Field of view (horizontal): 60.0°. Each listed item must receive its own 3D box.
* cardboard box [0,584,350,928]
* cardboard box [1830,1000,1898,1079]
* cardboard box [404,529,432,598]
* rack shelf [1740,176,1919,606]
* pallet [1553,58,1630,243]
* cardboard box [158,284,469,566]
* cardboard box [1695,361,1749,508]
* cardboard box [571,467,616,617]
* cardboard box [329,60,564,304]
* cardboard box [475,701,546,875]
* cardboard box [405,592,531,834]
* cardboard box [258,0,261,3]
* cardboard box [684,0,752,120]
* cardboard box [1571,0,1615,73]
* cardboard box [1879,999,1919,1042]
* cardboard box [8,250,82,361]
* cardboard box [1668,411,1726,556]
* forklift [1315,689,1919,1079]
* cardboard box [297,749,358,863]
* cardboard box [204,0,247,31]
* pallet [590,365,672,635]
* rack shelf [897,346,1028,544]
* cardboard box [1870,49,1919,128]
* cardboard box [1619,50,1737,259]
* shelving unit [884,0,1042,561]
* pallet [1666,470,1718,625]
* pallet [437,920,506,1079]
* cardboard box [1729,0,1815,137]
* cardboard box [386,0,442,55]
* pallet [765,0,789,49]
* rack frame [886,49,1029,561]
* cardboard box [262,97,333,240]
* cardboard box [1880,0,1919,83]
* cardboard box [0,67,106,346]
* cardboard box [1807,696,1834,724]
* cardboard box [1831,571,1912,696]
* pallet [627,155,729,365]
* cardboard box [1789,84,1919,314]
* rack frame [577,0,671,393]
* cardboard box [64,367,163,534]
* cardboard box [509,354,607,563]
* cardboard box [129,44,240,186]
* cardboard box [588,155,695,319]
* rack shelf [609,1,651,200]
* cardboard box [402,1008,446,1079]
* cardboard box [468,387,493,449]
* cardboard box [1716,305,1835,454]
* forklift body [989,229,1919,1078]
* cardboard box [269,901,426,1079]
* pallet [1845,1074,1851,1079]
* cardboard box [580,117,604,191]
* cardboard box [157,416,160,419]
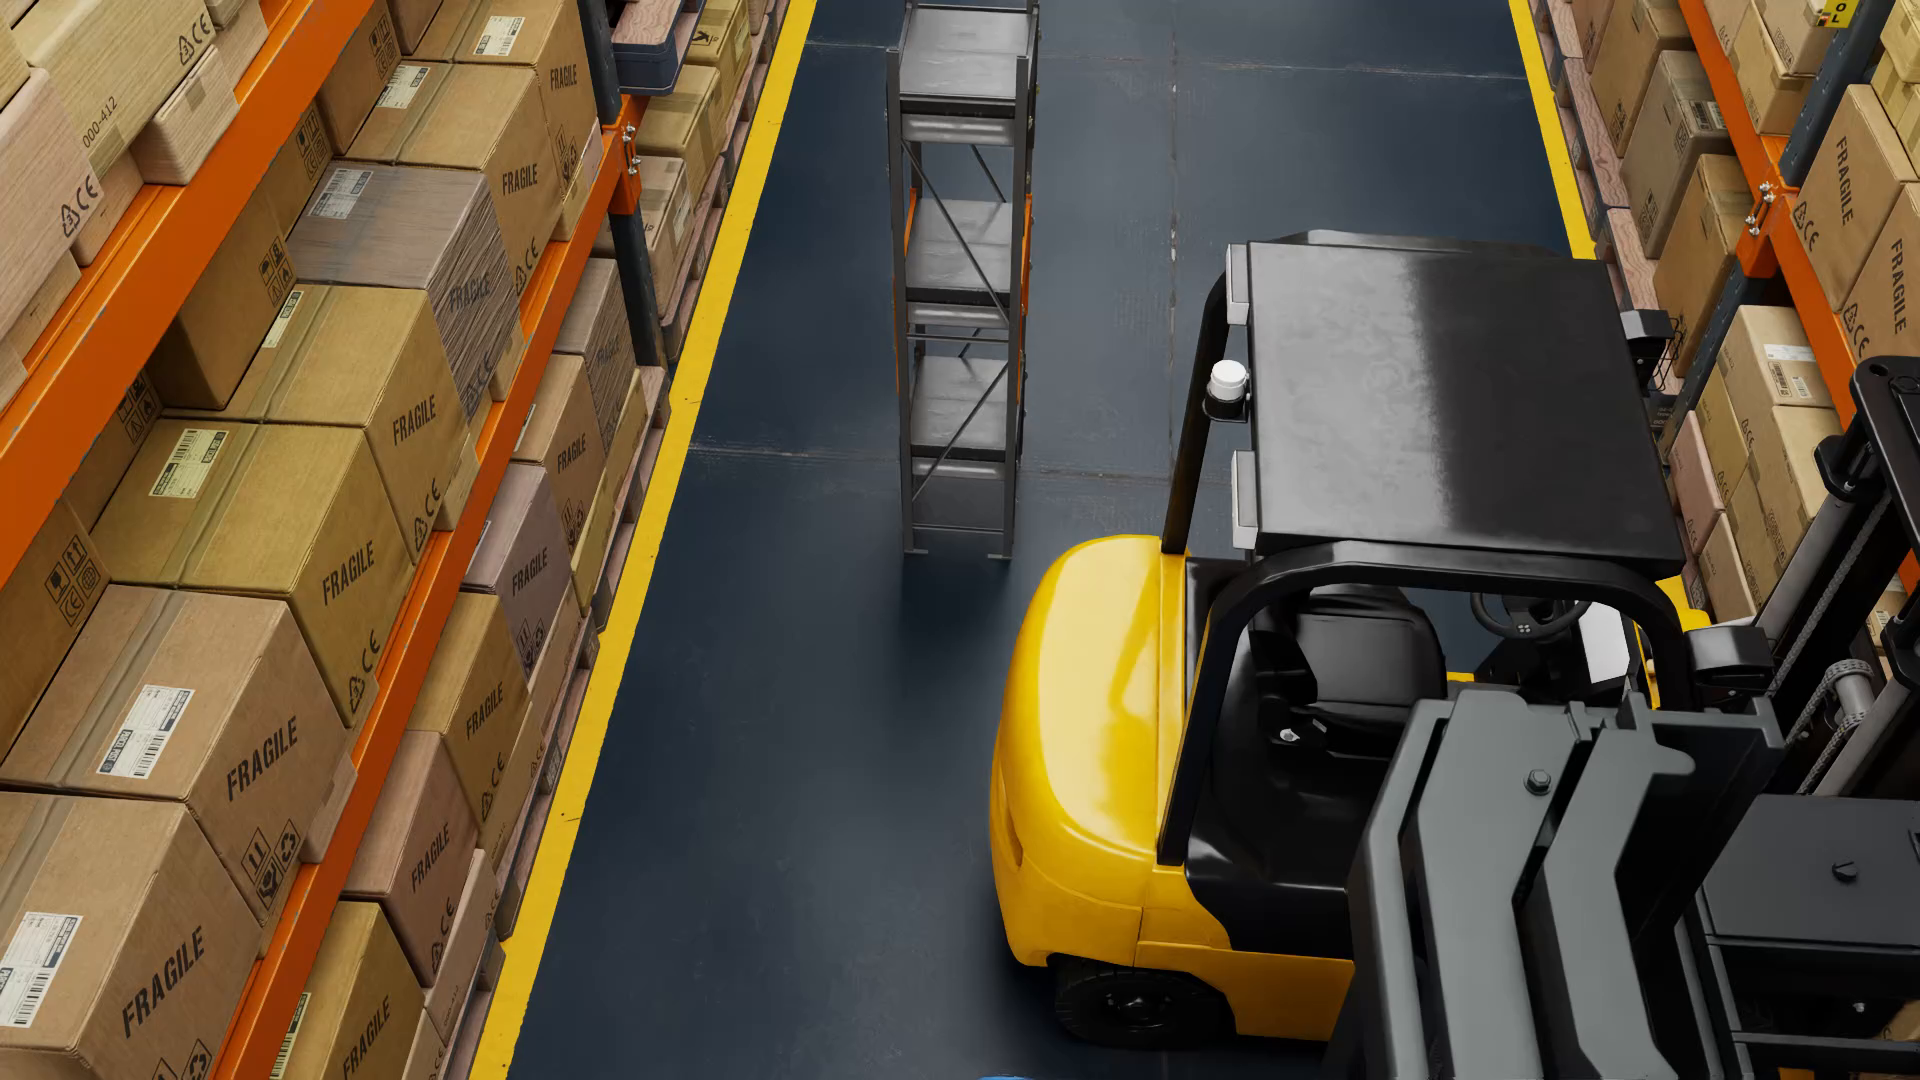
[{"bbox_3d":[-1.692,0.454,3.533,0.500,0.500,0.500,5,48,5],"label":"cardboard box"},{"bbox_3d":[2.725,1.317,4.591,0.500,0.250,0.500,4,48,4],"label":"cardboard box"},{"bbox_3d":[-1.628,0.006,4.382,0.380,0.149,0.250,3,48,2],"label":"cardboard box"},{"bbox_3d":[3.070,0.402,4.337,1.077,0.370,4.000,4,48,4],"label":"rack shelf"},{"bbox_3d":[3.389,-1.812,7.764,1.003,0.211,1.213,4,48,4],"label":"pallet"},{"bbox_3d":[-1.609,-0.295,4.218,0.500,0.500,0.500,3,48,3],"label":"cardboard box"},{"bbox_3d":[2.901,-0.358,5.784,0.500,0.250,0.500,4,48,3],"label":"cardboard box"},{"bbox_3d":[-1.516,-0.010,5.805,0.500,0.250,0.500,3,48,2],"label":"cardboard box"},{"bbox_3d":[-1.524,-1.053,4.911,0.500,0.500,0.500,5,48,5],"label":"cardboard box"},{"bbox_3d":[-1.615,0.734,5.125,0.500,0.250,0.500,7,48,6],"label":"cardboard box"},{"bbox_3d":[-1.608,0.487,4.842,0.500,0.500,0.500,5,48,4],"label":"cardboard box"},{"bbox_3d":[-1.652,-1.187,3.440,0.380,0.149,0.250,3,48,3],"label":"cardboard box"},{"bbox_3d":[-1.522,-2.321,7.836,0.950,0.372,0.625,5,48,5],"label":"cardboard box"},{"bbox_3d":[3.495,-2.651,7.967,0.875,0.625,0.625,5,48,5],"label":"cardboard box"},{"bbox_3d":[2.704,1.120,4.433,0.500,0.250,0.500,3,48,3],"label":"cardboard box"},{"bbox_3d":[-1.711,-0.426,2.744,0.380,0.149,0.250,4,48,3],"label":"cardboard box"},{"bbox_3d":[2.879,-0.191,5.970,0.500,0.250,0.500,4,48,4],"label":"cardboard box"},{"bbox_3d":[1.327,1.480,2.910,3.031,2.935,1.130,3,48,2],"label":"forklift"},{"bbox_3d":[-1.636,0.588,3.850,0.380,0.149,0.250,5,48,4],"label":"cardboard box"},{"bbox_3d":[-1.600,-1.241,3.220,0.500,0.250,0.500,5,48,4],"label":"cardboard box"},{"bbox_3d":[-1.717,-0.204,6.294,1.003,0.211,1.213,4,48,4],"label":"pallet"},{"bbox_3d":[0.015,-0.349,6.113,0.431,0.518,0.480,4,48,4],"label":"rack shelf"},{"bbox_3d":[2.962,-1.346,4.941,0.380,0.149,0.250,3,48,3],"label":"cardboard box"},{"bbox_3d":[3.367,-1.604,7.009,0.875,0.625,0.625,3,48,3],"label":"cardboard box"},{"bbox_3d":[0.015,-0.830,5.586,0.431,2.100,0.503,4,48,4],"label":"shelving unit"},{"bbox_3d":[3.138,0.213,5.912,1.003,0.211,1.213,4,48,4],"label":"pallet"},{"bbox_3d":[-1.939,1.589,4.654,1.003,0.211,1.213,4,48,4],"label":"pallet"},{"bbox_3d":[3.038,-1.647,5.825,0.500,0.250,0.500,5,48,4],"label":"cardboard box"},{"bbox_3d":[-1.947,-1.804,4.920,0.700,0.500,0.500,3,48,3],"label":"cardboard box"},{"bbox_3d":[-1.399,-3.065,8.910,1.003,0.211,1.213,4,48,4],"label":"pallet"},{"bbox_3d":[-0.007,-0.651,5.422,0.400,2.100,0.015,4,48,4],"label":"rack frame"},{"bbox_3d":[-2.088,-1.063,4.242,0.700,0.500,0.500,3,48,3],"label":"cardboard box"},{"bbox_3d":[2.928,-1.449,4.833,0.380,0.149,0.250,5,48,4],"label":"cardboard box"},{"bbox_3d":[-1.689,-0.485,2.528,0.500,0.250,0.500,3,48,3],"label":"cardboard box"},{"bbox_3d":[2.800,0.381,5.109,0.500,0.250,0.500,4,48,3],"label":"cardboard box"},{"bbox_3d":[2.805,0.215,4.922,0.500,0.250,0.500,5,48,5],"label":"cardboard box"},{"bbox_3d":[-1.621,-1.272,7.270,1.003,0.211,1.213,4,48,4],"label":"pallet"},{"bbox_3d":[2.952,-1.035,5.096,0.500,0.500,0.500,3,48,2],"label":"cardboard box"},{"bbox_3d":[-1.691,-1.641,5.718,1.000,3.000,0.127,4,48,4],"label":"rack frame"},{"bbox_3d":[-2.229,-0.316,3.560,0.700,0.500,0.500,3,48,3],"label":"cardboard box"},{"bbox_3d":[-1.522,-0.281,5.545,0.500,0.500,0.500,5,48,4],"label":"cardboard box"},{"bbox_3d":[-1.588,-0.801,3.087,0.380,0.149,0.250,4,48,4],"label":"cardboard box"},{"bbox_3d":[-1.646,-1.281,6.886,0.950,0.372,0.625,4,48,4],"label":"cardboard box"},{"bbox_3d":[-1.509,-2.868,7.328,1.077,0.370,4.000,4,48,4],"label":"rack shelf"},{"bbox_3d":[-1.707,1.510,4.415,0.500,0.250,0.500,4,48,3],"label":"cardboard box"},{"bbox_3d":[-1.559,-0.367,4.723,0.380,0.149,0.250,3,48,3],"label":"cardboard box"},{"bbox_3d":[2.896,-0.527,5.600,0.500,0.250,0.500,3,48,3],"label":"cardboard box"},{"bbox_3d":[1.244,0.400,4.427,2.313,2.155,1.214,4,48,4],"label":"forklift body"},{"bbox_3d":[-1.705,1.240,4.154,0.500,0.500,0.500,2,48,2],"label":"cardboard box"},{"bbox_3d":[2.916,2.006,4.272,1.003,0.211,1.213,4,48,4],"label":"pallet"},{"bbox_3d":[-1.417,-1.300,5.576,0.380,0.149,0.250,3,48,3],"label":"cardboard box"},{"bbox_3d":[-2.116,-0.359,4.277,0.500,0.500,0.500,4,48,4],"label":"cardboard box"}]
